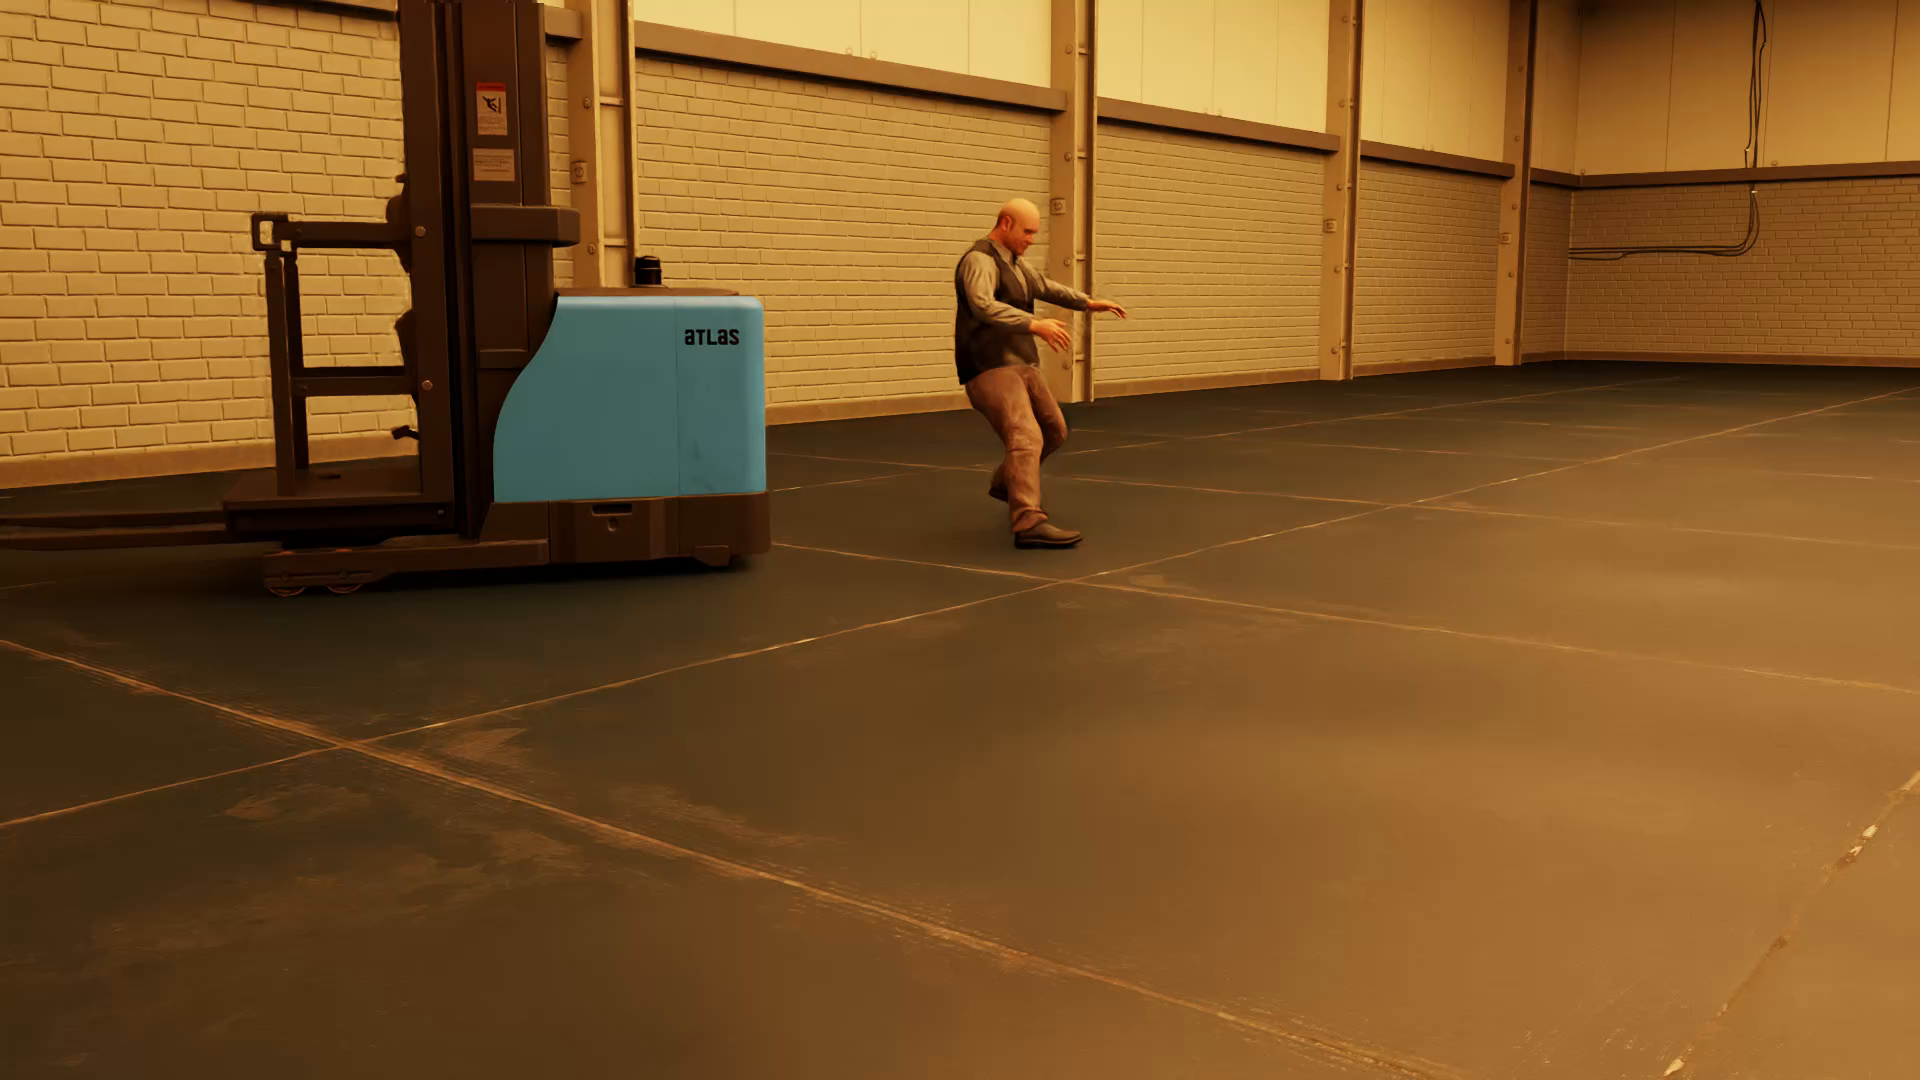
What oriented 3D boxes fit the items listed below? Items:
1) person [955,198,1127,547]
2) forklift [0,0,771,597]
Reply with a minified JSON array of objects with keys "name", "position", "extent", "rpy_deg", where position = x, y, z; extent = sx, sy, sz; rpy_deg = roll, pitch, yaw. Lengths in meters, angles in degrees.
[{"name":"person","position":[0.357,-0.813,7.727],"extent":[0.809,1.513,1.304],"rpy_deg":[3,9,22]},{"name":"forklift","position":[-2.330,-1.331,6.377],"extent":[3.031,2.935,1.130],"rpy_deg":[-3,9,-18]}]
